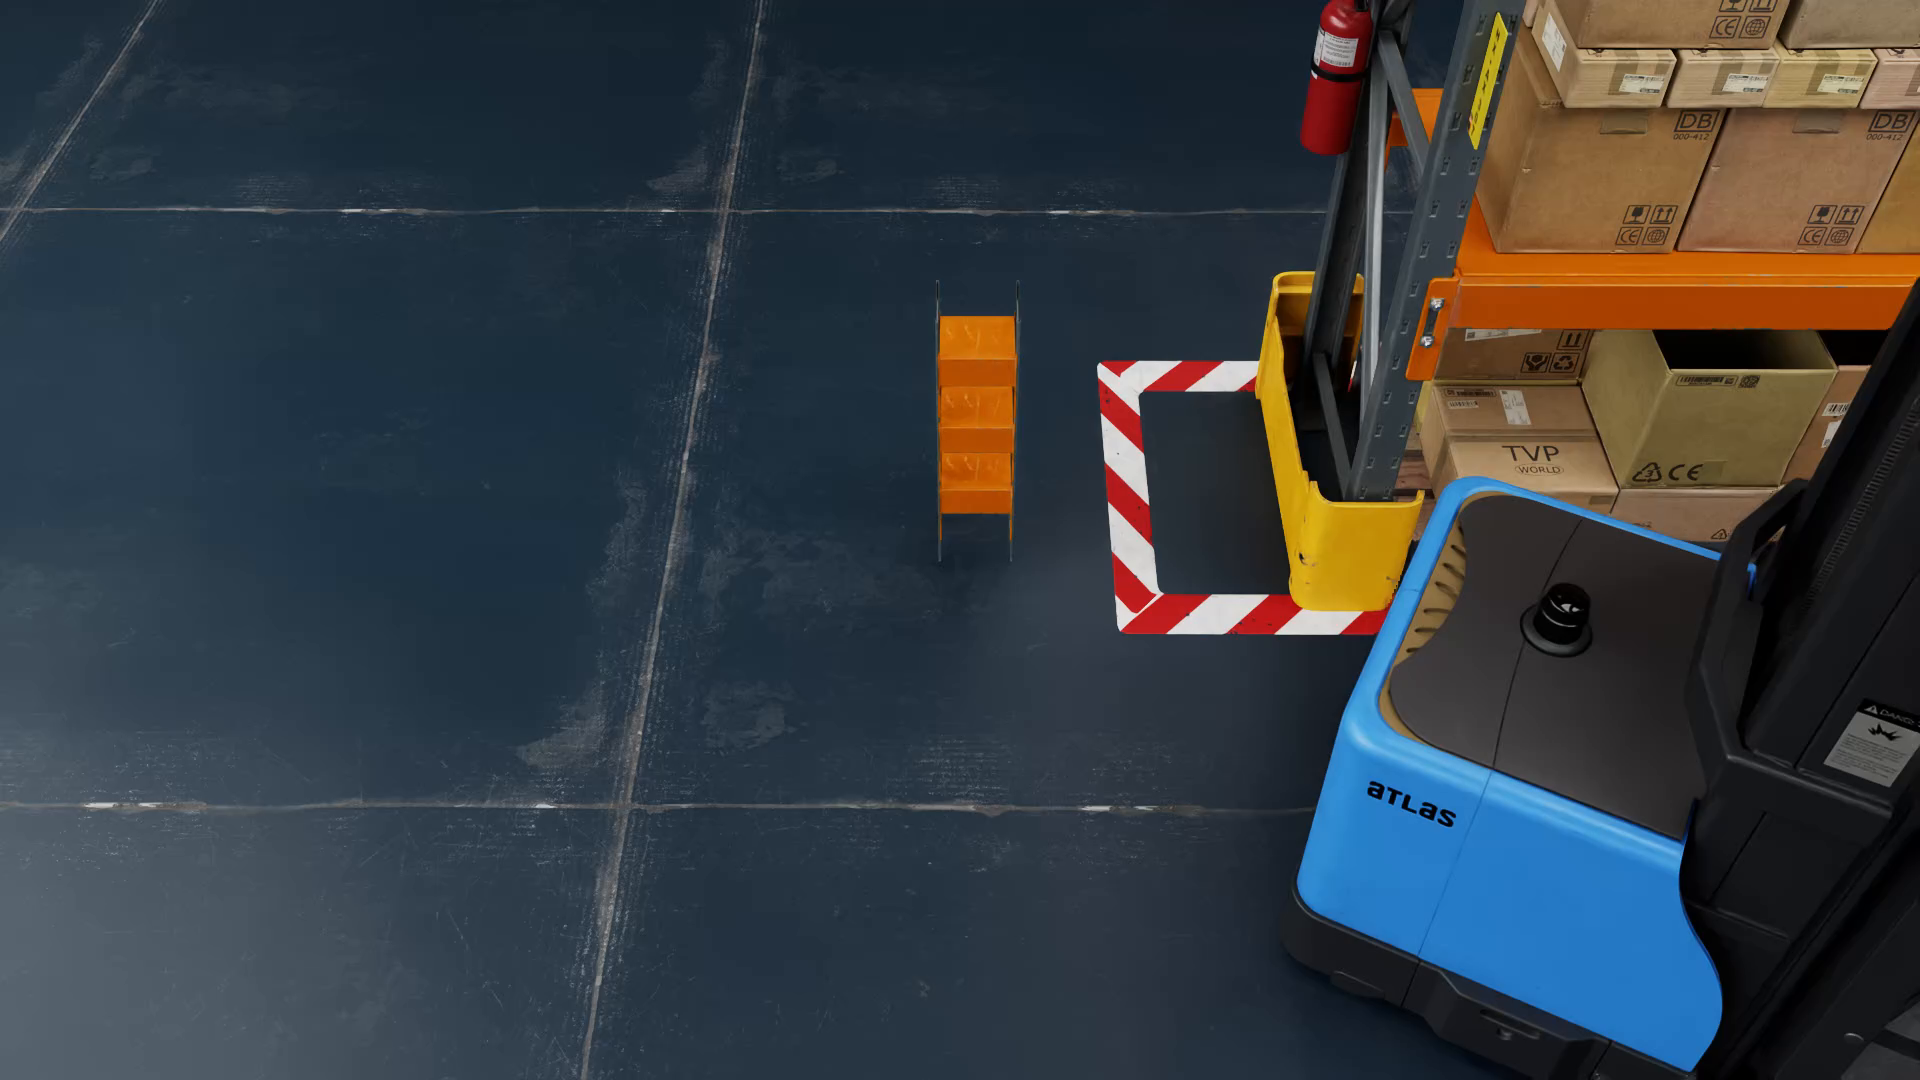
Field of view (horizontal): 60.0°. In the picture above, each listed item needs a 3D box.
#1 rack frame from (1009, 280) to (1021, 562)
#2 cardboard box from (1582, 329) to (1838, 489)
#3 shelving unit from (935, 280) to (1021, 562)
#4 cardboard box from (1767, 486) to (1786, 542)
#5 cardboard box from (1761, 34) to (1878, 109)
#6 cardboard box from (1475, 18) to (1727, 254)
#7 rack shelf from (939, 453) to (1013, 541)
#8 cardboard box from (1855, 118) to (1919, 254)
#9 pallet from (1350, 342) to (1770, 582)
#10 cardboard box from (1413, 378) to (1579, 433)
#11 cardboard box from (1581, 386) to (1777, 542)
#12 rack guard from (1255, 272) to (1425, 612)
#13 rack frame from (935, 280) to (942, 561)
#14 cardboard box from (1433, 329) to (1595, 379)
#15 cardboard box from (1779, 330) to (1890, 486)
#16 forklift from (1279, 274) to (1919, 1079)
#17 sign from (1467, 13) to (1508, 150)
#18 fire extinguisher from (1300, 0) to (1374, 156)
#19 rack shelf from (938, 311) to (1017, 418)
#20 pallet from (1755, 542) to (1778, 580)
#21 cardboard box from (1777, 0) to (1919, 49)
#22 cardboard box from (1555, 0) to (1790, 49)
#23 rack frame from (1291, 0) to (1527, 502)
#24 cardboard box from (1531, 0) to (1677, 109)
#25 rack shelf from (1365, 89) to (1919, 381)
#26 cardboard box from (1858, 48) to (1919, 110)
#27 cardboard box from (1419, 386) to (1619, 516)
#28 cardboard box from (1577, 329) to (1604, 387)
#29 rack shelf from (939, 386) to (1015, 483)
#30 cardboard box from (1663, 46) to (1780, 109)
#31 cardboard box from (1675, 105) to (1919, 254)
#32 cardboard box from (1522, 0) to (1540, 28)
[{"bbox_3d":[0.176,-0.357,5.365,0.008,1.050,0.200,0,47,0],"label":"rack frame"},{"bbox_3d":[2.344,-0.512,5.256,0.500,0.500,0.500,0,47,0],"label":"cardboard box"},{"bbox_3d":[0.054,-0.358,5.366,0.252,1.050,0.215,0,47,0],"label":"shelving unit"},{"bbox_3d":[2.844,-0.256,5.530,0.500,0.250,0.500,0,47,0],"label":"cardboard box"},{"bbox_3d":[2.214,-1.310,4.409,0.250,0.149,0.380,0,47,0],"label":"cardboard box"},{"bbox_3d":[1.776,-1.237,4.784,0.500,0.500,0.700,0,47,0],"label":"cardboard box"},{"bbox_3d":[0.054,-0.161,5.577,0.240,0.259,0.215,0,47,0],"label":"rack shelf"},{"bbox_3d":[2.797,-1.234,4.781,0.500,0.500,0.700,0,47,0],"label":"cardboard box"},{"bbox_3d":[2.074,-0.293,5.878,1.213,0.211,1.003,0,47,0],"label":"pallet"},{"bbox_3d":[1.846,-0.635,5.884,0.500,0.250,0.500,0,47,0],"label":"cardboard box"},{"bbox_3d":[2.344,-0.257,5.532,0.500,0.250,0.500,0,47,0],"label":"cardboard box"},{"bbox_3d":[1.285,-0.362,5.746,0.348,0.500,1.175,0,47,0],"label":"rack guard"},{"bbox_3d":[-0.068,-0.358,5.366,0.008,1.050,0.200,0,47,0],"label":"rack frame"},{"bbox_3d":[1.846,-0.892,5.610,0.500,0.500,0.500,0,47,0],"label":"cardboard box"},{"bbox_3d":[2.844,-0.520,5.264,0.500,0.500,0.500,0,47,0],"label":"cardboard box"},{"bbox_3d":[2.439,0.348,3.424,3.031,2.935,1.130,21,50,18],"label":"forklift"},{"bbox_3d":[1.301,-1.130,4.107,0.005,0.325,0.100,0,47,0],"label":"sign"},{"bbox_3d":[1.192,-1.528,5.176,0.183,0.674,0.296,0,47,0],"label":"fire extinguisher"},{"bbox_3d":[0.054,-0.544,5.166,0.240,0.259,0.215,0,47,0],"label":"rack shelf"},{"bbox_3d":[3.291,-0.287,5.873,1.213,0.211,1.003,0,47,0],"label":"pallet"},{"bbox_3d":[2.354,-1.682,4.312,0.500,0.500,0.700,-1,47,-1],"label":"cardboard box"},{"bbox_3d":[1.828,-1.679,4.309,0.500,0.500,0.700,0,47,0],"label":"cardboard box"},{"bbox_3d":[1.309,-1.214,4.831,0.127,3.000,1.000,0,47,0],"label":"rack frame"},{"bbox_3d":[1.700,-1.310,4.409,0.250,0.149,0.380,0,47,0],"label":"cardboard box"},{"bbox_3d":[3.309,-0.964,5.089,4.000,0.370,1.077,0,47,0],"label":"rack shelf"},{"bbox_3d":[2.466,-1.308,4.407,0.250,0.149,0.380,0,47,0],"label":"cardboard box"},{"bbox_3d":[1.844,-0.256,5.531,0.500,0.250,0.500,0,47,0],"label":"cardboard box"},{"bbox_3d":[2.346,-0.643,5.890,0.500,0.250,0.500,0,47,0],"label":"cardboard box"},{"bbox_3d":[0.054,-0.350,5.373,0.240,0.259,0.215,0,47,0],"label":"rack shelf"},{"bbox_3d":[1.964,-1.312,4.410,0.250,0.149,0.380,-1,47,-1],"label":"cardboard box"},{"bbox_3d":[2.301,-1.240,4.786,0.500,0.500,0.700,1,47,1],"label":"cardboard box"},{"bbox_3d":[1.692,-1.608,4.686,0.250,0.149,0.380,-1,47,-1],"label":"cardboard box"}]
